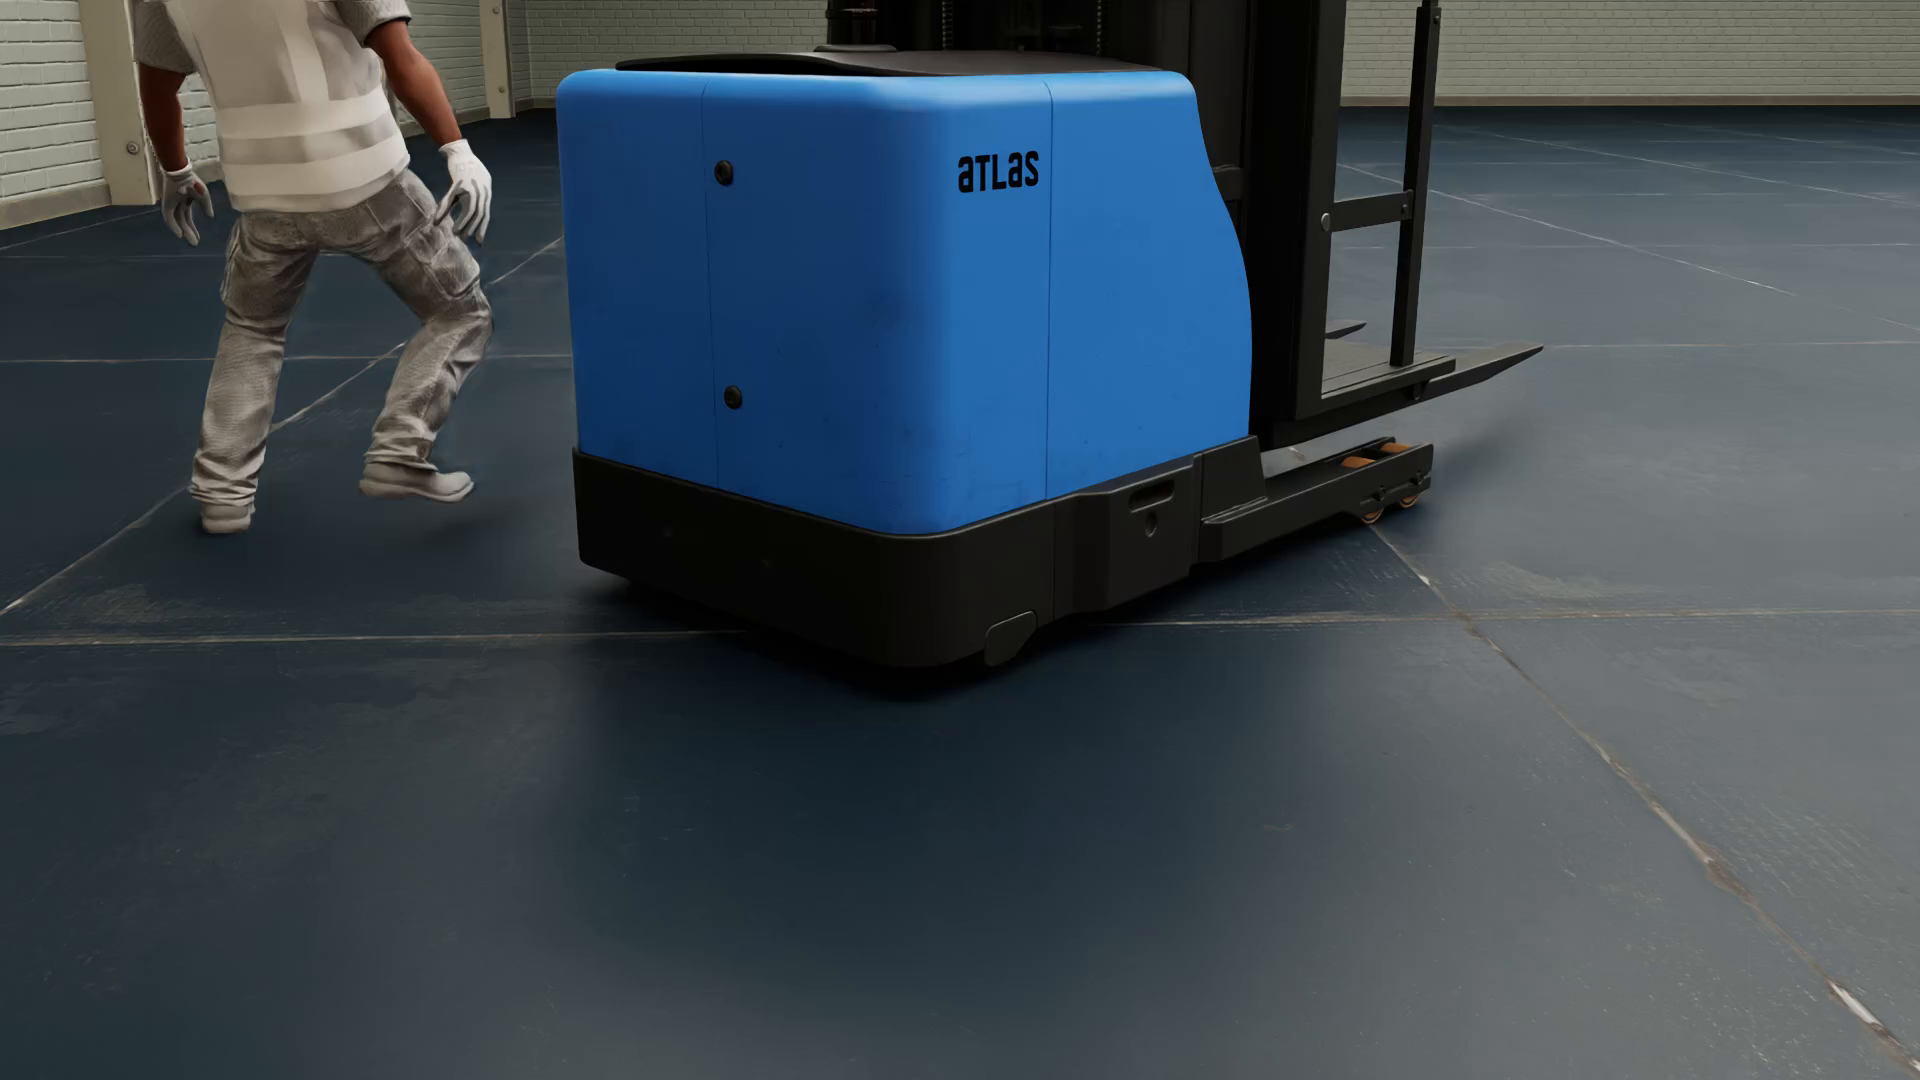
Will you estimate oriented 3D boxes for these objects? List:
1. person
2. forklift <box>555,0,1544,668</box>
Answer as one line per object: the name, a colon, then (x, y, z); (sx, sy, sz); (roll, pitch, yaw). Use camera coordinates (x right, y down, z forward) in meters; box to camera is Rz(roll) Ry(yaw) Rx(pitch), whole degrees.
person: (-1.476, -0.855, 3.853); (0.953, 1.686, 0.481); (5, 18, 16)
forklift: (0.543, -1.526, 3.898); (1.130, 2.935, 3.031); (15, 22, 40)
